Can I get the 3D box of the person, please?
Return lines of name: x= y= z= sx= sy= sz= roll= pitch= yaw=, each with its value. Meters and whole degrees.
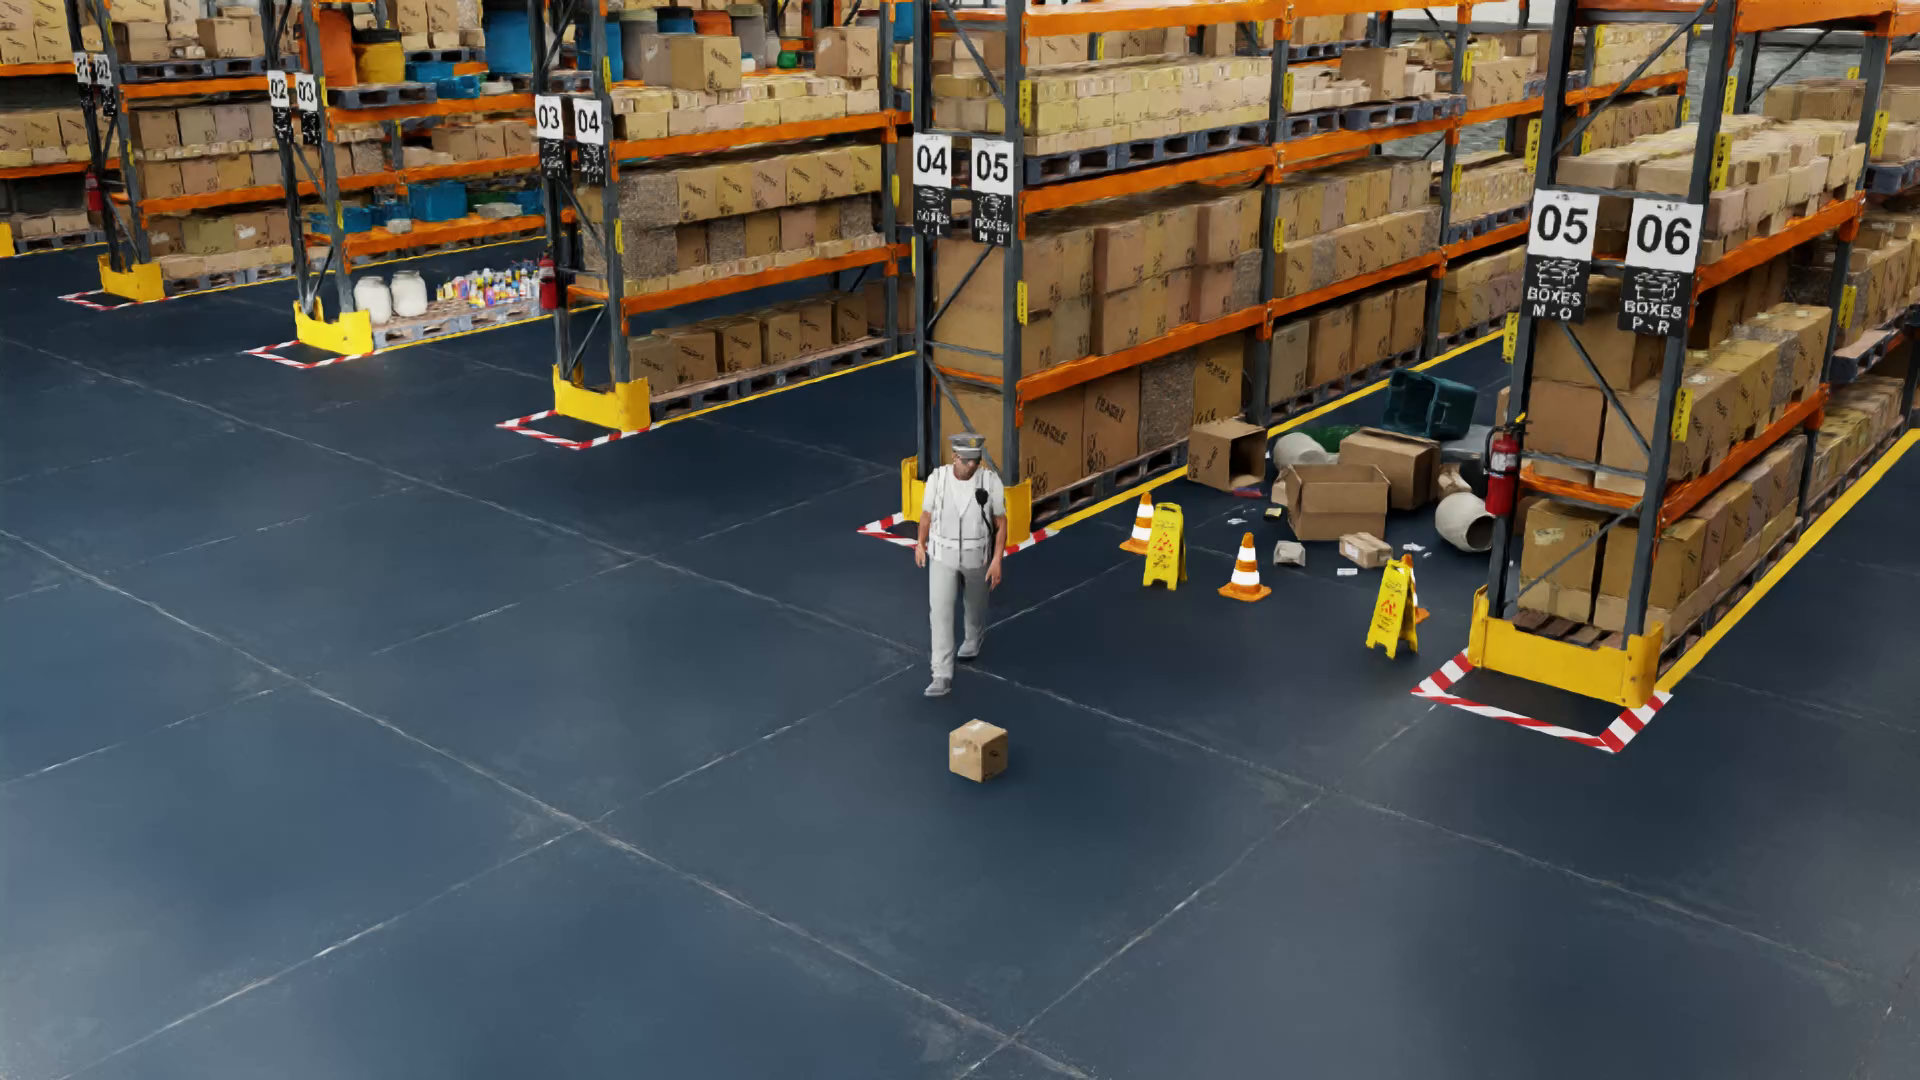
person: x=0.005 y=0.111 z=10.776 sx=0.604 sy=1.683 sz=1.063 roll=0 pitch=20 yaw=-1
